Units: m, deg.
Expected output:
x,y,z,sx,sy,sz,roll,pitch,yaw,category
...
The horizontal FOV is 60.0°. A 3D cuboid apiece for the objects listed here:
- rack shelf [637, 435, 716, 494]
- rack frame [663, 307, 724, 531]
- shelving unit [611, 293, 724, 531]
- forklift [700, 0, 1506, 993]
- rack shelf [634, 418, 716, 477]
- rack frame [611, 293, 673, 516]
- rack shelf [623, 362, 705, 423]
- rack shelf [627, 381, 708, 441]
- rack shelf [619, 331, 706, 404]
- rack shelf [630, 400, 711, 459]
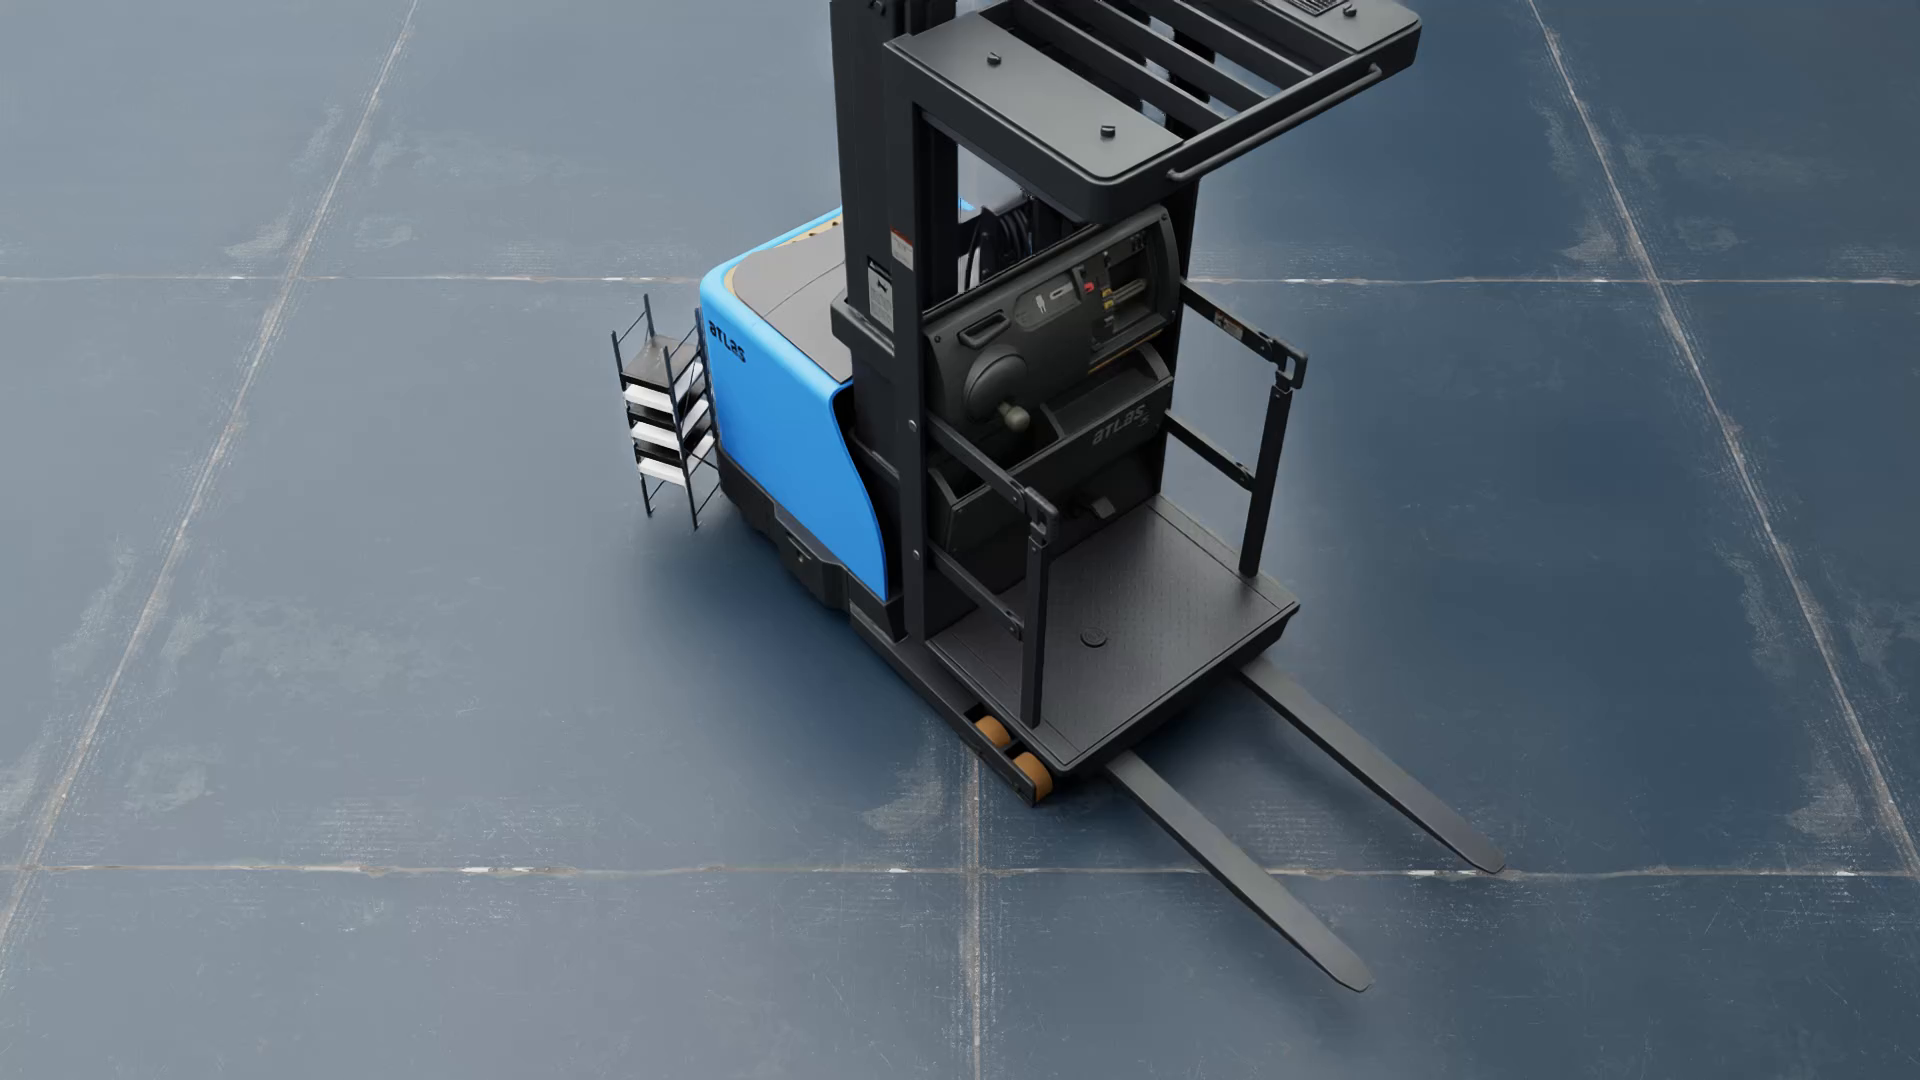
x,y,z,sx,sy,sz,roll,pitch,yaw,category
-1.050,-0.305,6.211,0.200,0.077,0.258,17,49,15,rack shelf
-0.956,-0.422,6.028,0.006,0.900,0.240,17,49,15,rack frame
-1.050,-0.451,6.055,0.210,0.900,0.258,17,49,15,shelving unit
0.429,-0.562,4.770,1.130,2.935,3.031,-31,54,-26,forklift
-1.050,-0.367,6.145,0.200,0.077,0.258,17,49,15,rack shelf
-1.144,-0.479,6.081,0.006,0.900,0.240,17,49,15,rack frame
-1.050,-0.551,5.947,0.200,0.077,0.258,17,49,15,rack shelf
-1.050,-0.489,6.013,0.200,0.077,0.258,17,49,15,rack shelf
-1.050,-0.612,5.881,0.200,0.077,0.258,17,49,15,rack shelf
-1.050,-0.428,6.079,0.200,0.077,0.258,17,49,15,rack shelf
